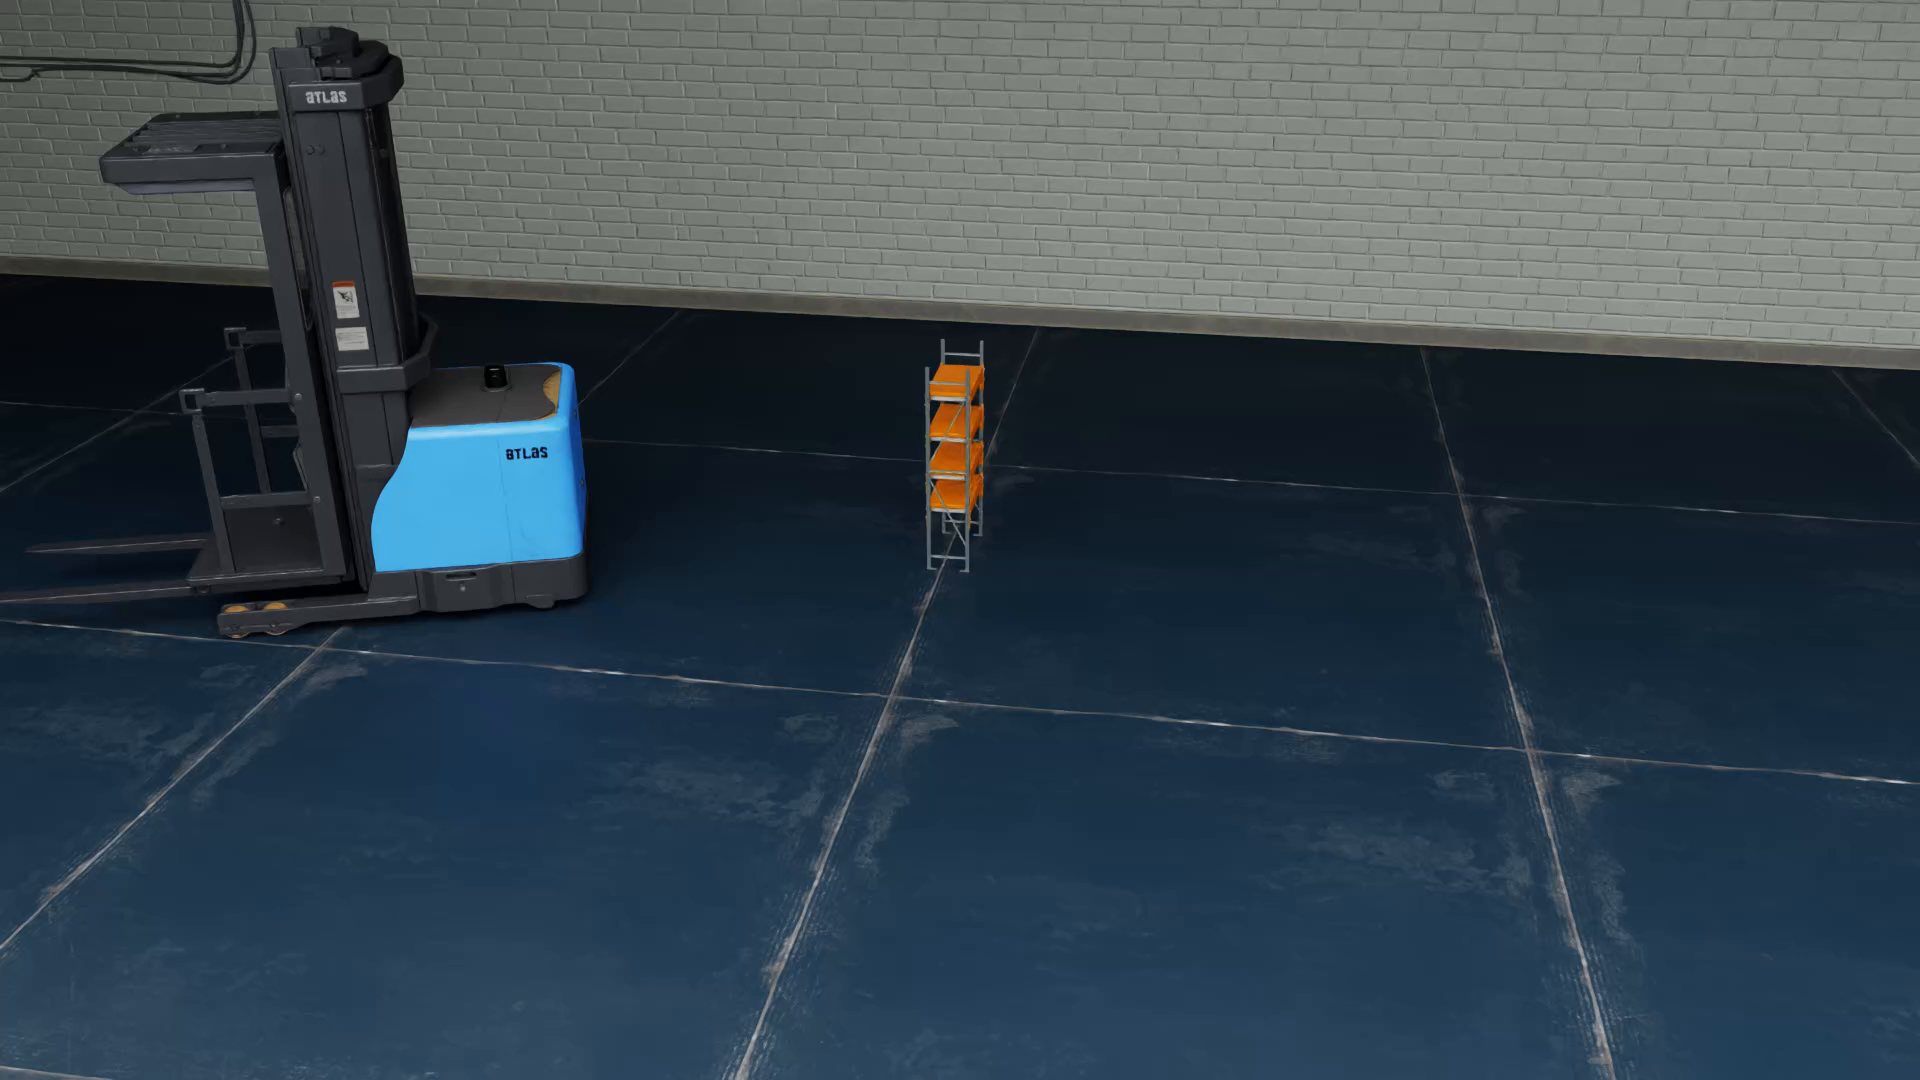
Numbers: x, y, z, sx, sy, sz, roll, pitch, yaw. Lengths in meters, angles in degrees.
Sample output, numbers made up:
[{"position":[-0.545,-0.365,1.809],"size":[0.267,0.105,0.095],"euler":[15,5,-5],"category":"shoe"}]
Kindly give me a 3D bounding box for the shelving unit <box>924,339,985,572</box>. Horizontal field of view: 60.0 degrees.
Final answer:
[{"position":[-0.027,-0.474,9.348],"size":[0.258,1.200,0.503],"euler":[4,25,9],"category":"shelving unit"}]

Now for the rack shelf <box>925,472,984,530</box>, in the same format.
[{"position":[-0.027,-0.233,9.460],"size":[0.258,0.148,0.480],"euler":[4,25,9],"category":"rack shelf"}]

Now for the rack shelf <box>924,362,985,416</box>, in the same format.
[{"position":[-0.027,-0.830,9.181],"size":[0.258,0.148,0.480],"euler":[4,25,9],"category":"rack shelf"}]

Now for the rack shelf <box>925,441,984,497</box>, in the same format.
[{"position":[-0.027,-0.413,9.376],"size":[0.258,0.148,0.480],"euler":[4,25,9],"category":"rack shelf"}]

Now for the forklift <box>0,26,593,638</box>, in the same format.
[{"position":[-3.575,-1.059,8.554],"size":[3.031,2.935,1.130],"euler":[-4,25,-9],"category":"forklift"}]

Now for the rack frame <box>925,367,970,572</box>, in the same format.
[{"position":[-0.067,-0.372,9.130],"size":[0.240,1.200,0.015],"euler":[4,25,9],"category":"rack frame"}]

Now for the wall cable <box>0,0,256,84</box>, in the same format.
[{"position":[-7.254,-4.945,13.362],"size":[3.097,2.526,0.112],"euler":[4,25,9],"category":"wall cable"}]

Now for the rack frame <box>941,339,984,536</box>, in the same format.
[{"position":[0.013,-0.576,9.566],"size":[0.240,1.200,0.015],"euler":[4,25,9],"category":"rack frame"}]

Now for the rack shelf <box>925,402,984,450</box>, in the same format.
[{"position":[-0.027,-0.616,9.281],"size":[0.258,0.148,0.480],"euler":[4,25,9],"category":"rack shelf"}]
